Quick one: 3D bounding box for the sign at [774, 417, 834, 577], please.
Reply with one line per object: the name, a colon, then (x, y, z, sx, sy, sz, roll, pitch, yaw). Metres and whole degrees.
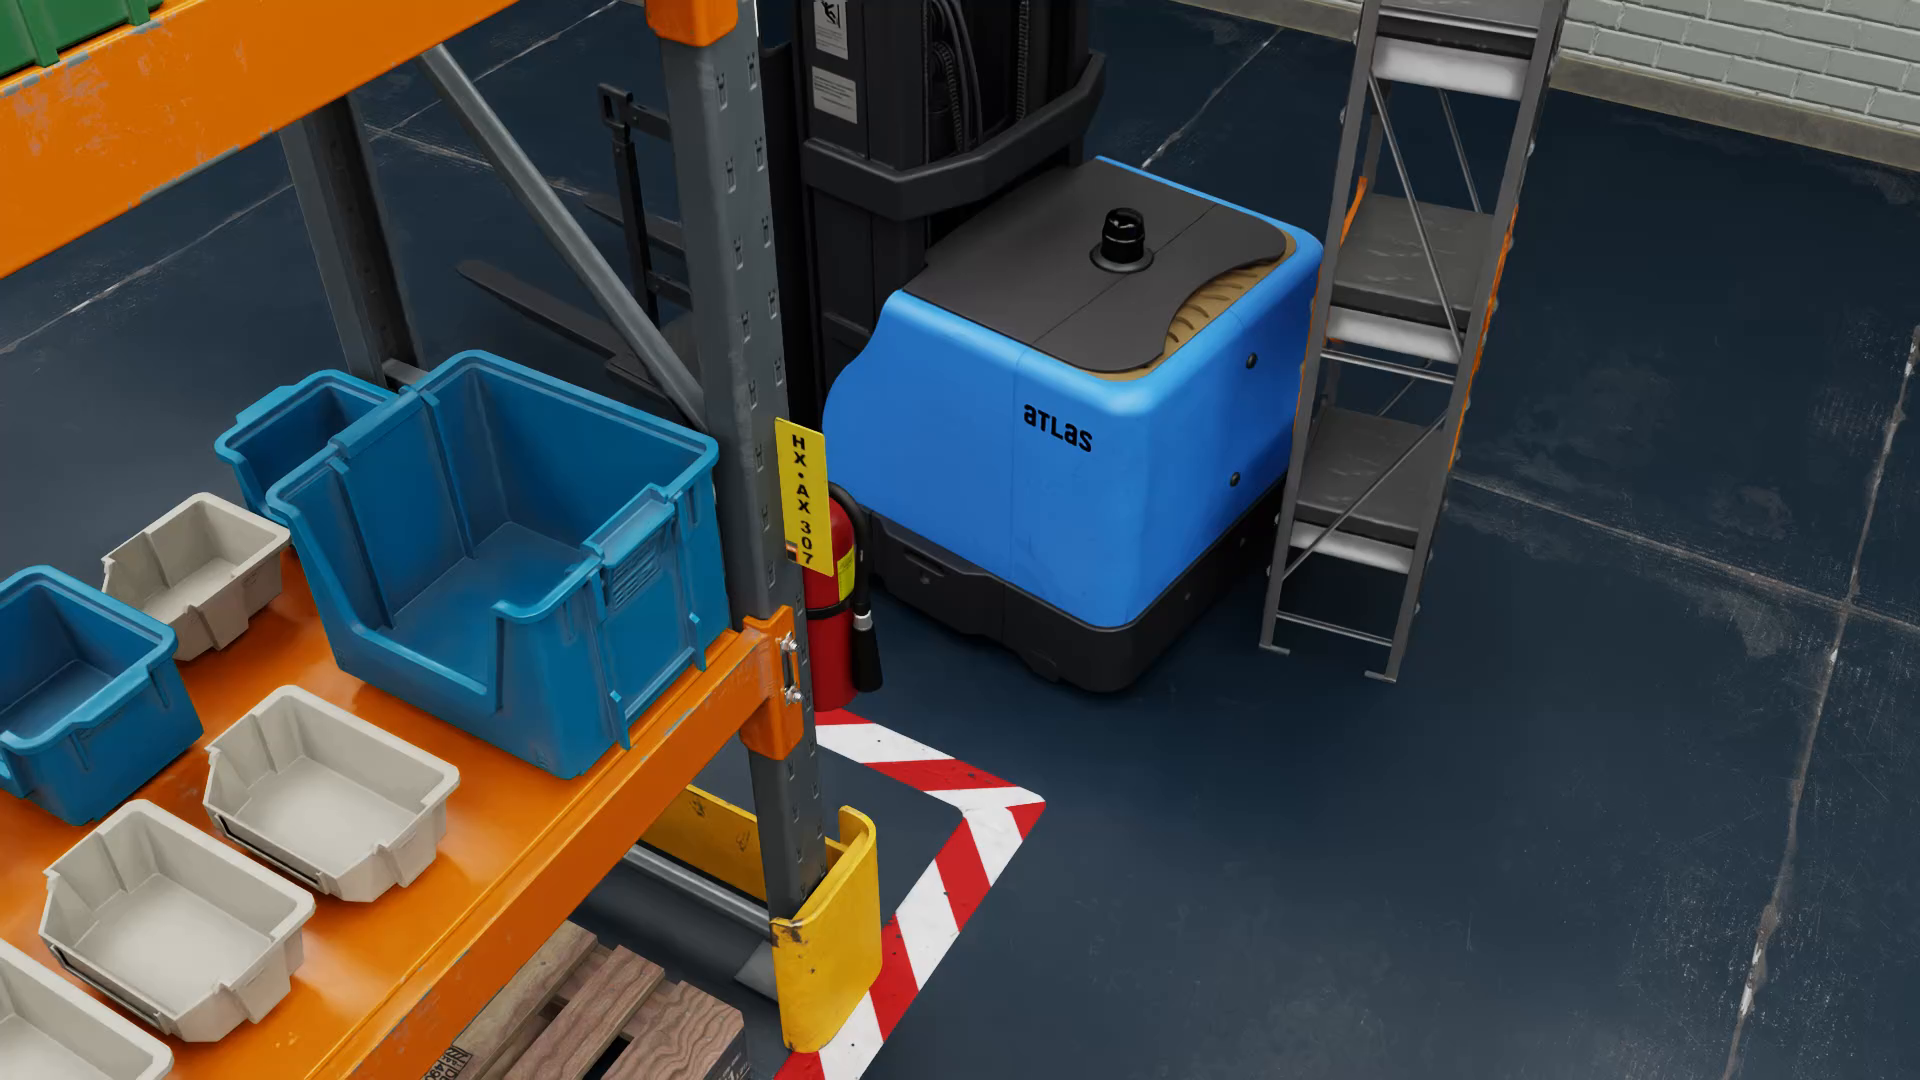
sign: (-0.274, -0.072, 2.938, 0.100, 0.325, 0.005, 21, 45, 22)

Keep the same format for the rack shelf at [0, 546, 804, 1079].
rack shelf: (-1.759, 1.231, 2.126, 1.077, 0.370, 4.000, 21, 45, 22)

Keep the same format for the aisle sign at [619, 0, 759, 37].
aisle sign: (-0.469, -1.103, 2.266, 0.394, 0.787, 0.004, 21, 45, 22)

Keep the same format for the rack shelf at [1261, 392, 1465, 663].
rack shelf: (1.157, -0.041, 4.786, 0.431, 0.518, 0.480, 15, 43, 16)

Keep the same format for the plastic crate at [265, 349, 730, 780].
plastic crate: (-0.764, 0.035, 2.869, 0.616, 0.435, 0.499, 21, 45, 22)

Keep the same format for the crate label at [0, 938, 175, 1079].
crate label: (-1.285, 0.748, 2.285, 0.396, 0.136, 0.243, 21, 45, 22)

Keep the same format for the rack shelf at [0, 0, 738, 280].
rack shelf: (-1.759, 0.106, 1.135, 1.077, 0.370, 4.000, 21, 45, 22)

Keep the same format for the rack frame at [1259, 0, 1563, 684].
rack frame: (1.065, -0.428, 4.145, 0.400, 2.100, 0.015, 15, 43, 16)

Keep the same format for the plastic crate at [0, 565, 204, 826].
plastic crate: (-1.496, 0.266, 2.759, 0.416, 0.233, 0.300, 21, 45, 22)

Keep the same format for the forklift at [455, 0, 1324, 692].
forklift: (-0.444, -1.482, 4.715, 3.031, 2.935, 1.130, 28, 48, 28)

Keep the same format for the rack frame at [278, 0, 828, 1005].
rack frame: (-0.758, -0.183, 3.188, 1.000, 3.000, 0.127, 21, 45, 22)

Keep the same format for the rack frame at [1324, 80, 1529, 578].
rack frame: (1.246, -0.727, 4.486, 0.400, 2.100, 0.015, 15, 43, 16)

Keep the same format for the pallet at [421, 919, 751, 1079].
pallet: (-1.204, 1.323, 3.588, 1.003, 0.211, 1.213, 21, 45, 22)

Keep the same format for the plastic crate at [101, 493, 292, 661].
plastic crate: (-1.399, 0.082, 3.041, 0.250, 0.136, 0.298, 21, 45, 22)

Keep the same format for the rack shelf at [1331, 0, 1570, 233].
rack shelf: (1.154, -1.094, 3.863, 0.431, 0.518, 0.480, 15, 43, 16)

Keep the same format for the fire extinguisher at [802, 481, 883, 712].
fire extinguisher: (-0.289, 0.050, 3.264, 0.296, 0.674, 0.183, 21, 45, 22)

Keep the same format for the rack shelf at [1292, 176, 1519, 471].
rack shelf: (1.155, -0.568, 4.325, 0.431, 0.518, 0.480, 15, 43, 16)

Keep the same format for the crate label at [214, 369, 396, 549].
crate label: (-1.167, -0.110, 3.187, 0.416, 0.233, 0.303, 21, 45, 22)

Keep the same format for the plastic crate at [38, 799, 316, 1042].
plastic crate: (-1.167, 0.581, 2.475, 0.396, 0.136, 0.243, 21, 45, 22)

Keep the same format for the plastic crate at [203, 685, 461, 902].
plastic crate: (-1.009, 0.420, 2.658, 0.396, 0.136, 0.243, 21, 45, 22)

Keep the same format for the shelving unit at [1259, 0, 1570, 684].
shelving unit: (1.155, -0.578, 4.316, 0.431, 2.100, 0.503, 15, 43, 16)

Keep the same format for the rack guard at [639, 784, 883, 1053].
rack guard: (-0.757, 0.737, 4.035, 1.175, 0.500, 0.348, 21, 45, 22)
